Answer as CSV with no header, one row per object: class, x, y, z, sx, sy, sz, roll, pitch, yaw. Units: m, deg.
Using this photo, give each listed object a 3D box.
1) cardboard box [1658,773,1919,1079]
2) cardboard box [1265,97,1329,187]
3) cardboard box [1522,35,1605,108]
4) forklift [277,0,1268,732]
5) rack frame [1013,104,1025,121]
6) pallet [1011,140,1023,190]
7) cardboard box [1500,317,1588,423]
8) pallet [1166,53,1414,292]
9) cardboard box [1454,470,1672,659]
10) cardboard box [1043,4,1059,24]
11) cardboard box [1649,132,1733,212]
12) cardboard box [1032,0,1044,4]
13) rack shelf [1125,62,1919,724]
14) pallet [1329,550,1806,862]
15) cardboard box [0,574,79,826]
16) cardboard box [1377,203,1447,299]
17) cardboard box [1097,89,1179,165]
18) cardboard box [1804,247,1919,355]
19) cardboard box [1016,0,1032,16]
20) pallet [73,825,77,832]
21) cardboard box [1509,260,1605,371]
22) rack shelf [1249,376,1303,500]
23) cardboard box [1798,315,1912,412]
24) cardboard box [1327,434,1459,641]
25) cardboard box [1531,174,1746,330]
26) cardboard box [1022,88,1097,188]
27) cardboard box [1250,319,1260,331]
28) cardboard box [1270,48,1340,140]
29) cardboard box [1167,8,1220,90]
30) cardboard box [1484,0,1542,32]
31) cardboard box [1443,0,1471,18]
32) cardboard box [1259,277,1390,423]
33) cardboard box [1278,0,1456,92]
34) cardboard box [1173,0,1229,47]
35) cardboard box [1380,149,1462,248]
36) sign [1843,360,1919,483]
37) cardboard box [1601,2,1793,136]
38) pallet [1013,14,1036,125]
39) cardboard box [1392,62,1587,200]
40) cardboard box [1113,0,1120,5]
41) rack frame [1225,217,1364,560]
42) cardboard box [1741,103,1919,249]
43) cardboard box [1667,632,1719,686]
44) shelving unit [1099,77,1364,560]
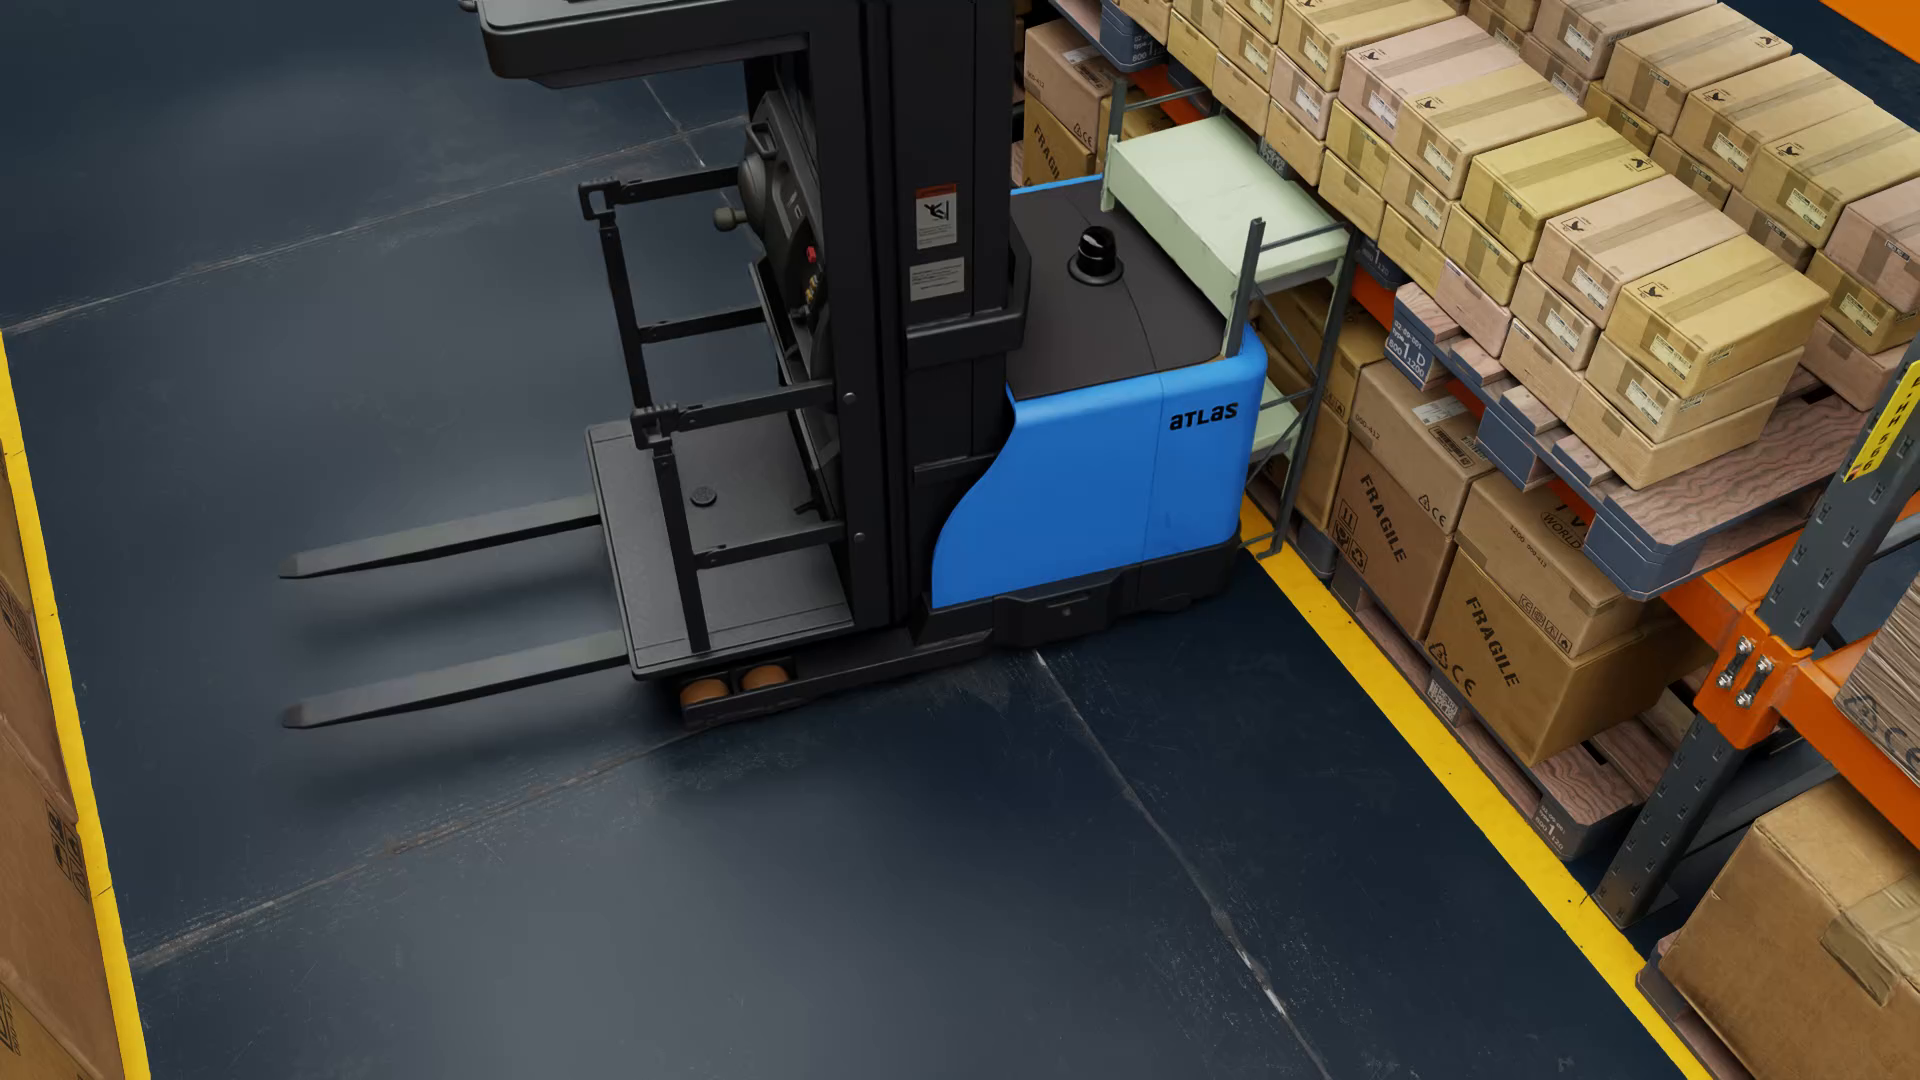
cardboard box,2.505,0.963,4.130,1.050,0.750,0.750,-22,52,-18
cardboard box,1.089,-1.165,4.664,0.380,0.149,0.250,-20,52,-16
cardboard box,1.783,-1.318,4.600,0.380,0.149,0.250,-21,52,-17
forklift,-0.664,-0.819,4.519,3.031,2.935,1.130,-12,50,-11
rack frame,0.476,-2.755,6.166,1.000,3.000,0.127,-21,52,-18
pallet,0.833,-1.316,6.761,1.003,0.211,1.213,-21,52,-18
cardboard box,1.559,-0.472,4.058,0.380,0.149,0.250,-21,52,-18
pallet,1.364,-1.325,5.044,1.003,0.211,1.213,-21,52,-18
cardboard box,1.760,-0.007,4.647,0.500,0.250,0.500,-22,52,-18
cardboard box,0.595,-2.309,7.391,0.380,0.149,0.250,-23,53,-19
cardboard box,2.012,-0.982,4.306,0.380,0.149,0.250,-23,53,-19
cardboard box,0.399,-2.544,7.399,0.380,0.149,0.250,-21,52,-17
rack shelf,1.391,-1.179,5.267,1.077,0.370,4.000,-21,52,-18
pallet,1.950,0.317,5.332,1.003,0.211,1.213,-21,52,-18
cardboard box,-3.261,0.467,4.482,1.225,0.875,0.875,-23,53,-19
cardboard box,1.331,-0.812,4.355,0.380,0.149,0.250,-22,52,-18
cardboard box,0.825,-1.376,5.844,0.500,0.250,0.500,-20,52,-17
cardboard box,2.263,-0.623,3.993,0.380,0.149,0.250,-19,52,-16
cardboard box,0.081,-2.299,6.987,0.380,0.149,0.250,-20,52,-17
pallet,-2.999,1.112,4.637,1.003,0.211,1.213,-21,52,-18
cardboard box,1.551,-0.583,3.957,0.380,0.149,0.250,-19,52,-16
rack shelf,0.761,-0.435,5.509,0.431,0.370,0.720,-19,52,-19
cardboard box,2.281,-0.502,4.084,0.380,0.149,0.250,-22,52,-18
cardboard box,1.538,-0.092,5.219,0.500,0.500,0.500,-19,52,-16
cardboard box,1.561,-0.668,3.834,0.380,0.149,0.250,-22,52,-18
cardboard box,0.578,-1.484,6.437,0.500,0.500,0.500,-19,52,-16
cardboard box,1.073,-0.785,5.825,0.500,0.500,0.500,-20,52,-17
cardboard box,1.083,-1.267,4.556,0.380,0.149,0.250,-20,52,-17
cardboard box,0.849,-1.516,4.971,0.380,0.149,0.250,-22,52,-18
cardboard box,1.664,-1.584,4.635,0.380,0.149,0.250,-20,52,-16
cardboard box,1.546,-1.664,4.903,0.380,0.149,0.250,-19,52,-16
cardboard box,1.300,-0.687,5.241,0.500,0.250,0.500,-20,52,-17
cardboard box,1.084,-1.365,4.444,0.380,0.149,0.250,-19,51,-16
cardboard box,0.852,-1.610,4.855,0.380,0.149,0.250,-22,52,-18
cardboard box,1.315,-0.926,4.257,0.380,0.149,0.250,-21,52,-17
sign,1.828,-0.239,3.250,0.100,0.325,0.005,-21,52,-18
cardboard box,1.912,-1.227,4.323,0.380,0.149,0.250,-23,53,-19
pallet,0.137,-2.274,7.599,1.003,0.211,1.213,-21,52,-18
cardboard box,1.316,-1.021,4.143,0.380,0.149,0.250,-20,52,-16
cardboard box,0.604,-1.867,5.278,0.380,0.149,0.250,-21,52,-17
rack frame,0.935,-0.407,5.052,0.400,1.500,0.023,-19,52,-19
cardboard box,2.141,-0.884,4.023,0.380,0.149,0.250,-22,53,-18
cardboard box,2.209,0.046,5.099,0.500,0.500,0.500,-23,53,-19
shelving unit,0.772,-0.653,5.268,0.431,1.500,0.755,-19,52,-19
